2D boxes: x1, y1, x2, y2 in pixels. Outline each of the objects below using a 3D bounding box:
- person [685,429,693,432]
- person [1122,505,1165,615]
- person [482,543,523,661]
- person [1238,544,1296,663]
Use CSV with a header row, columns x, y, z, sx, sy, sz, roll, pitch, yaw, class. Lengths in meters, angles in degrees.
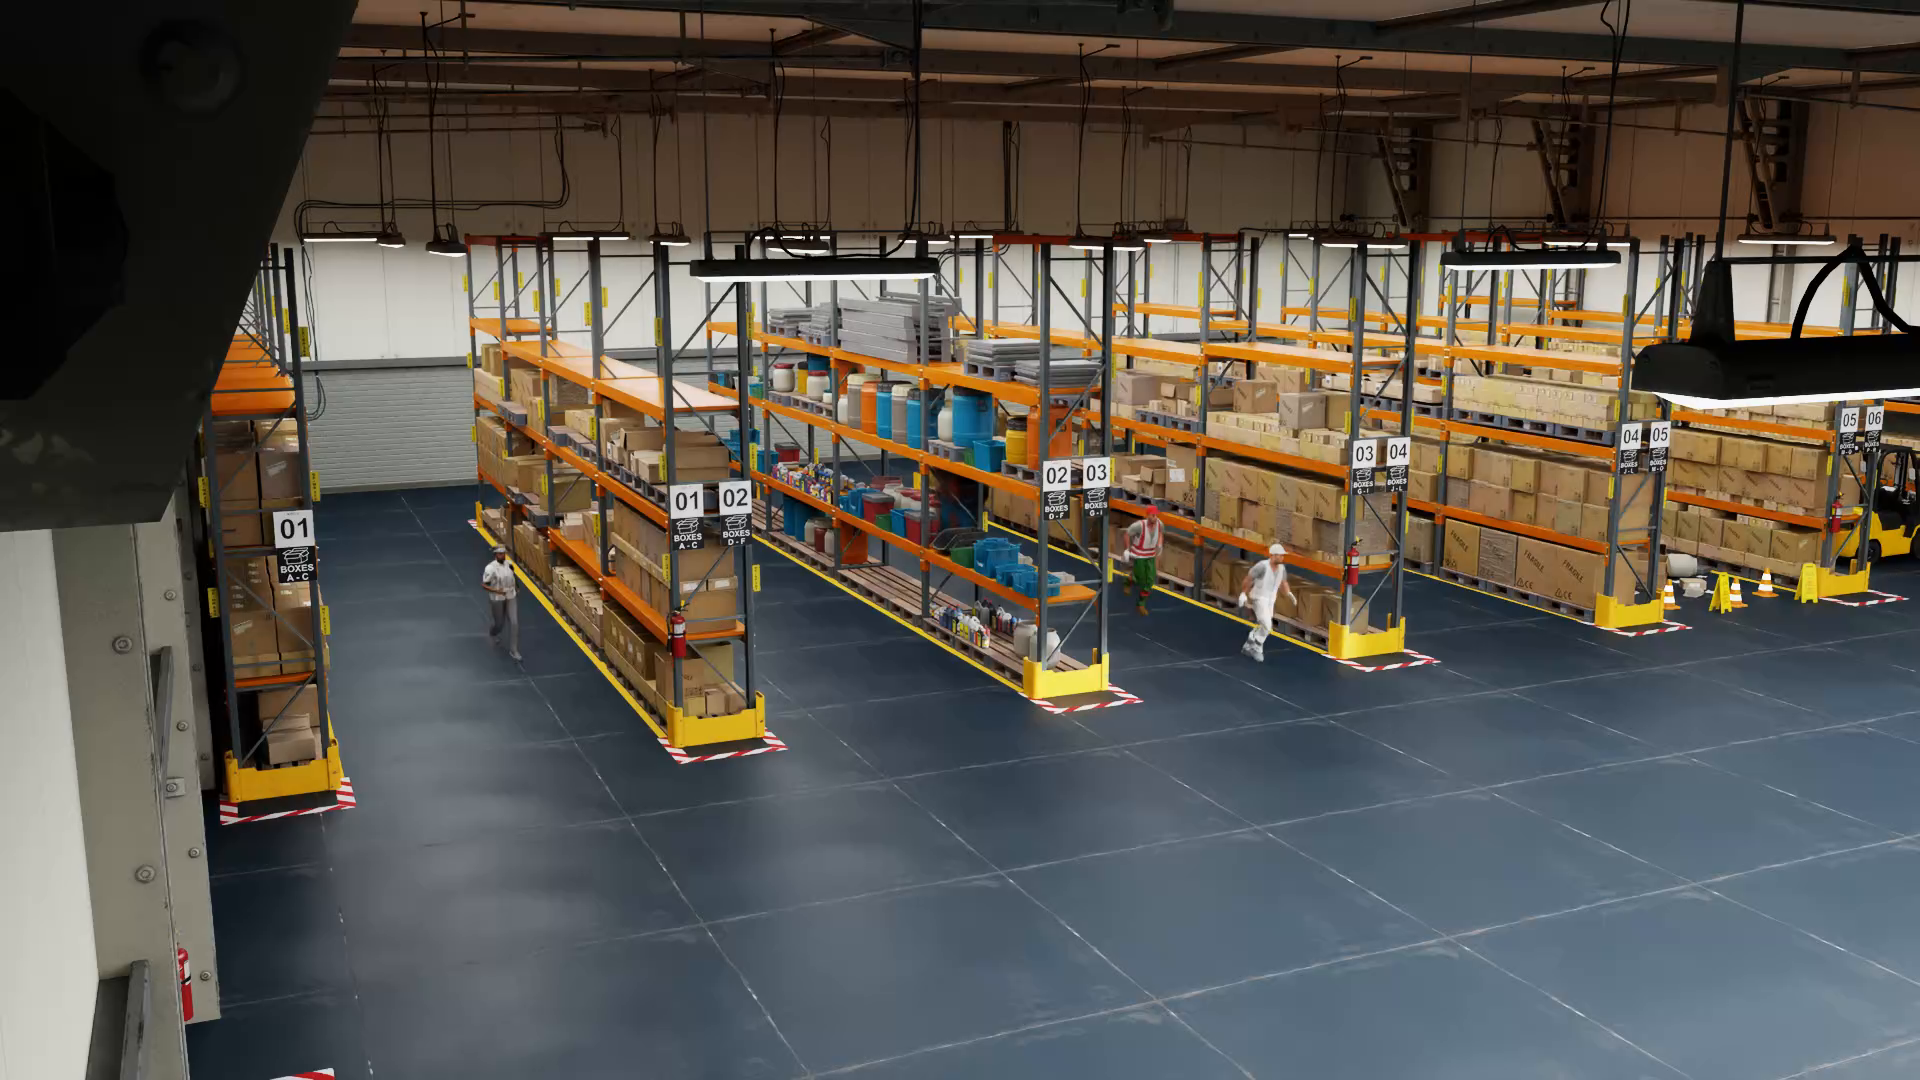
x,y,z,sx,sy,sz,roll,pitch,yaw,class
-6.231,-1.763,38.099,0.681,1.562,0.527,-3,11,-14,person
2.828,0.271,25.799,0.646,1.724,0.857,-7,13,-32,person
-6.687,0.872,24.270,0.581,1.708,0.889,-8,14,-36,person
4.424,0.884,24.048,0.710,1.711,0.761,-8,13,-35,person
